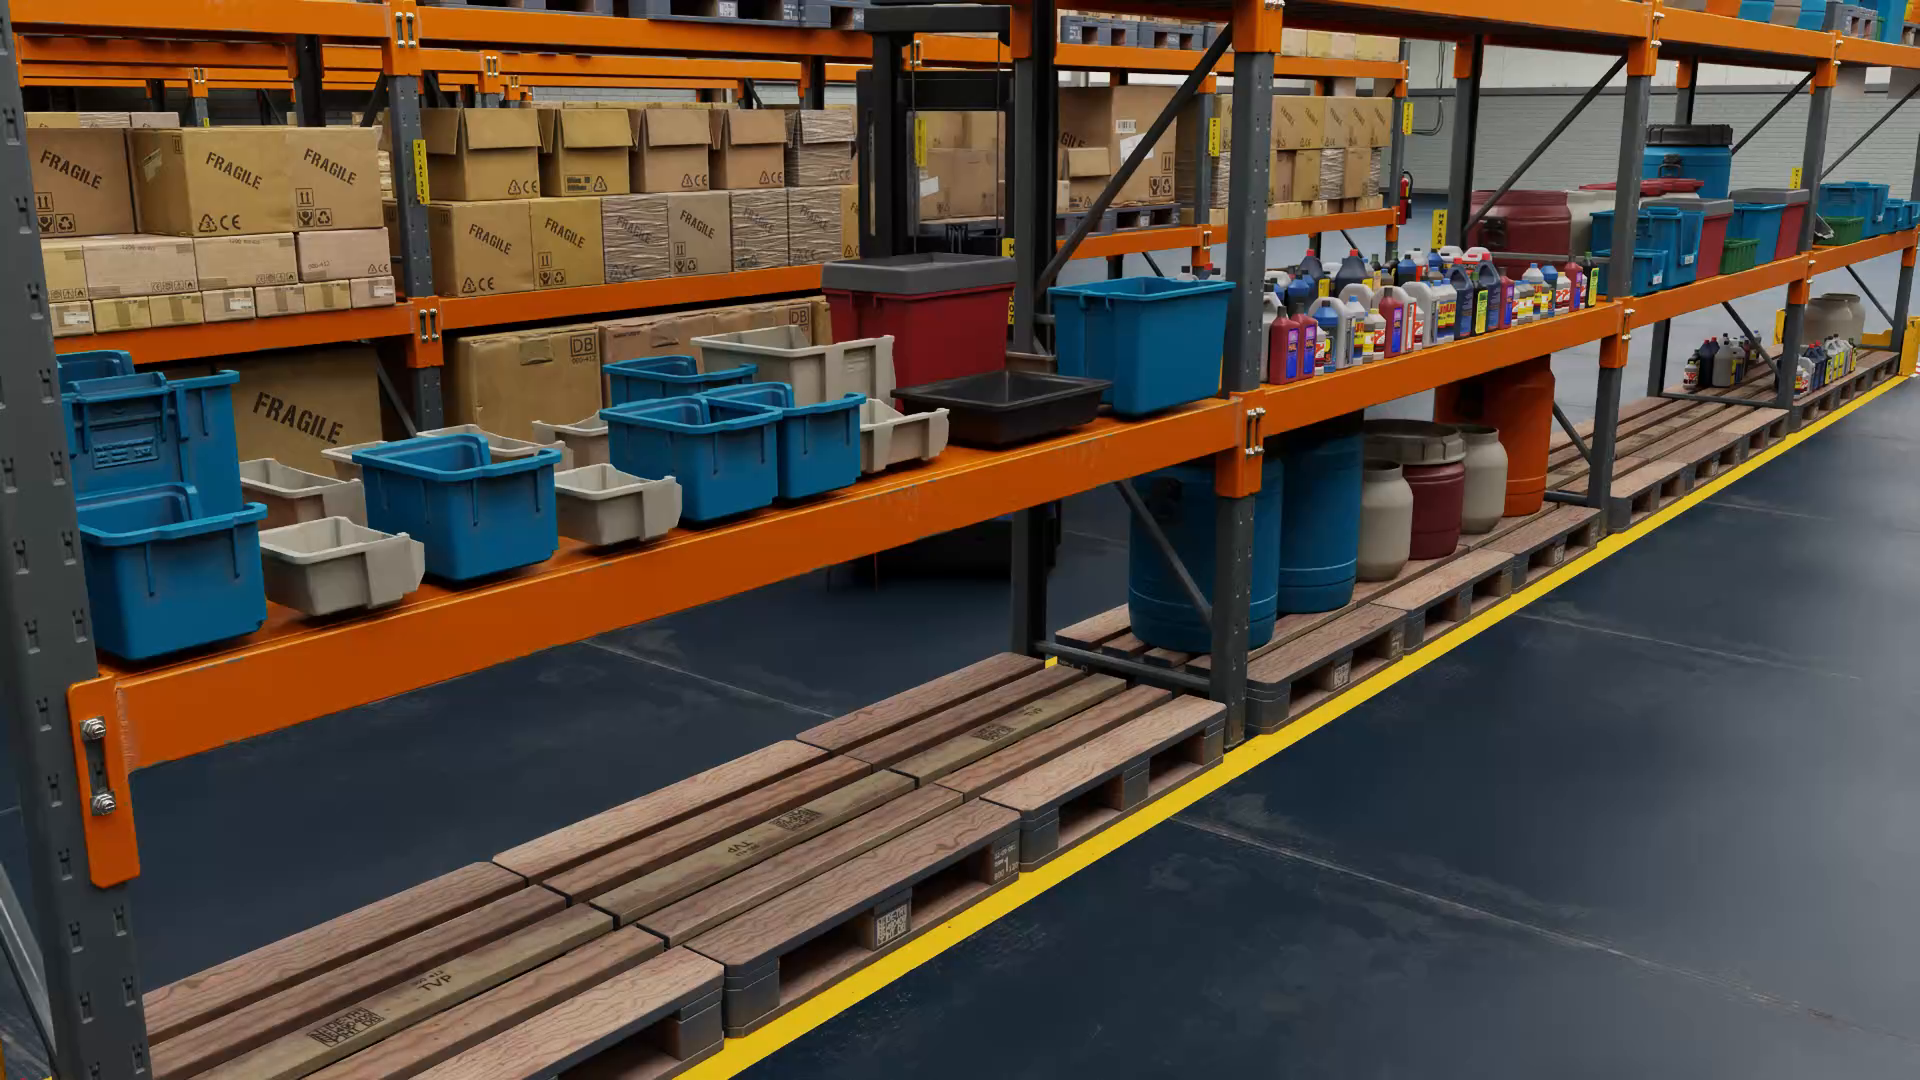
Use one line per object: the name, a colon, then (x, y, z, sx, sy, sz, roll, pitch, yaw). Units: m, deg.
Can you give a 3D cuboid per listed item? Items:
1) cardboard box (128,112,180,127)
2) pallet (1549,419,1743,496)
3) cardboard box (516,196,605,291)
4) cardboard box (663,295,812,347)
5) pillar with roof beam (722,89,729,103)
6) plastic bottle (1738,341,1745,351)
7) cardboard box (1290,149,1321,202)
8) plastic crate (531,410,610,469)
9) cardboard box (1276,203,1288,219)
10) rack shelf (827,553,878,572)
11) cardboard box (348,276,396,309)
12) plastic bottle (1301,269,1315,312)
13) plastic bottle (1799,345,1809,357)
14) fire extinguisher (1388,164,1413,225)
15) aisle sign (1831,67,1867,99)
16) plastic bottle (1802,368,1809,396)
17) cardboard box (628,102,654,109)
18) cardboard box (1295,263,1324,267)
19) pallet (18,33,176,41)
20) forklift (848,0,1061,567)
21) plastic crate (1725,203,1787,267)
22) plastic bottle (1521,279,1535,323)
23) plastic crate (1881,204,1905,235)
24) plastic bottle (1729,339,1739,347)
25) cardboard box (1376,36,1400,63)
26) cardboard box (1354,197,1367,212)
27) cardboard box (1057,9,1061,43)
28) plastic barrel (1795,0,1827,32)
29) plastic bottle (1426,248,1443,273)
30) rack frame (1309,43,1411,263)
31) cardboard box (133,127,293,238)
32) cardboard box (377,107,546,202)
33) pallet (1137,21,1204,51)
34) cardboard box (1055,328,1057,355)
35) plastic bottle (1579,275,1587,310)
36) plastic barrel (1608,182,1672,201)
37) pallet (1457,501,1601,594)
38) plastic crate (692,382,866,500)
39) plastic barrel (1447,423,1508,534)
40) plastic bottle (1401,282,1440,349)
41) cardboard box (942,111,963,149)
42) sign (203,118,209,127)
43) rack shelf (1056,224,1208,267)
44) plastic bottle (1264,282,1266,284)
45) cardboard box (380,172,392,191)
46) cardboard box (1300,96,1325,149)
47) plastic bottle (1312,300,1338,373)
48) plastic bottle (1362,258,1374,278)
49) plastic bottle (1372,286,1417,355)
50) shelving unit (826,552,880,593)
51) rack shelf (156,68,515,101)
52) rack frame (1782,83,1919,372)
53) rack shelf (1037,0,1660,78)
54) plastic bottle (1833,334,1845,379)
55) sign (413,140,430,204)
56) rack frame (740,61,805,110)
cardboard box: (-8.540, -4.228, 17.440, 0.500, 0.500, 0.500, 11, 18, 36)
pallet: (4.426, -0.558, 10.890, 1.003, 0.211, 1.213, 11, 18, 38)
cardboard box: (-2.426, -1.729, 9.634, 0.500, 0.500, 0.500, 11, 18, 38)
cardboard box: (-1.727, -1.176, 11.123, 1.225, 0.875, 0.875, 11, 18, 38)
pillar with roof beam: (-1.273, -9.531, 28.363, 9.100, 9.000, 0.400, 11, 18, 38)
plastic bottle: (6.256, -1.453, 13.373, 0.061, 0.283, 0.133, 11, 18, 38)
cardboard box: (3.058, -3.627, 16.501, 0.875, 0.500, 0.500, 11, 18, 38)
plastic crate: (-0.994, -0.258, 4.459, 0.298, 0.136, 0.250, 11, 18, 38)
cardboard box: (2.939, -3.183, 16.070, 0.380, 0.149, 0.250, 11, 18, 38)
rack shelf: (-0.528, 0.002, 8.152, 0.240, 0.259, 0.215, 0, 14, 0)
cardboard box: (-3.162, -1.304, 8.674, 0.380, 0.149, 0.250, 11, 18, 38)
plastic bottle: (1.584, -1.111, 7.665, 0.097, 0.271, 0.097, 0, 14, 0)
plastic bottle: (6.741, -1.420, 13.257, 0.152, 0.276, 0.135, 11, 18, 38)
fire extinguisher: (4.748, -3.746, 17.934, 0.296, 0.674, 0.183, 11, 18, 38)
aisle sign: (7.987, -4.386, 15.014, 0.394, 0.787, 0.004, 11, 18, 38)
plastic bottle: (6.325, -1.189, 12.503, 0.097, 0.201, 0.097, 0, 14, 0)
cardboard box: (-4.528, -5.629, 22.350, 0.700, 0.500, 0.500, 11, 18, 37)
cardboard box: (3.912, -2.708, 17.914, 0.500, 0.500, 0.500, -12, 18, -39)
pallet: (-6.548, -3.786, 12.224, 1.213, 0.211, 1.003, 11, 18, 38)
forklift: (-0.006, -1.589, 9.427, 1.130, 2.935, 3.031, 0, 14, 2)
plastic crate: (5.204, -2.033, 11.067, 0.392, 0.384, 0.575, 11, 18, 38)
plastic bottle: (2.681, -1.138, 7.914, 0.097, 0.201, 0.097, 0, 14, 0)
plastic crate: (7.675, -2.729, 14.074, 0.499, 0.251, 0.408, 11, 18, 38)
plastic bottle: (6.265, -1.491, 13.537, 0.152, 0.276, 0.135, 12, 18, 39)
cardboard box: (4.212, -5.082, 17.250, 0.500, 0.250, 0.500, 12, 18, 39)
cardboard box: (4.024, -3.521, 17.401, 0.380, 0.149, 0.250, 11, 18, 38)
cardboard box: (0.421, -3.931, 12.716, 0.500, 0.250, 0.500, 12, 18, 39)
plastic barrel: (5.505, -3.866, 11.139, 0.600, 0.901, 0.708, 11, 18, 38)
plastic bottle: (2.524, -1.421, 8.886, 0.097, 0.271, 0.097, 0, 14, 0)
rack frame: (4.317, -3.833, 18.119, 1.000, 3.000, 0.127, 11, 18, 38)
cardboard box: (-3.624, -1.745, 8.077, 0.500, 0.500, 0.500, 11, 18, 38)
cardboard box: (-2.830, -2.193, 9.423, 0.797, 0.503, 0.637, 11, 18, 36)
pallet: (1.332, -4.328, 14.357, 1.213, 0.211, 1.003, 11, 18, 38)
cardboard box: (0.384, -1.652, 13.716, 0.700, 0.500, 0.500, 13, 19, 42)
plastic bottle: (3.132, -1.275, 8.454, 0.097, 0.201, 0.097, 0, 14, 0)
plastic barrel: (4.423, -2.076, 10.929, 0.433, 0.535, 0.433, 0, 14, 0)
pallet: (2.678, -0.025, 8.794, 1.003, 0.211, 1.213, 11, 18, 38)
plastic crate: (-0.459, -0.256, 4.257, 0.416, 0.233, 0.300, 11, 18, 38)
plastic barrel: (2.562, -0.314, 8.466, 0.421, 0.512, 0.421, 0, 14, 0)
plastic bottle: (1.943, -0.960, 7.060, 0.152, 0.276, 0.135, 11, 18, 38)
cardboard box: (-0.472, -4.945, 19.999, 0.875, 0.550, 0.550, 11, 18, 38)
sign: (-7.985, -4.310, 17.646, 0.100, 0.325, 0.005, 11, 18, 38)
rack shelf: (0.546, -2.335, 13.684, 1.077, 0.370, 4.000, 11, 18, 38)
plastic bottle: (1.255, -1.026, 7.322, 0.152, 0.276, 0.135, 11, 18, 38)
cardboard box: (-4.949, -2.999, 13.888, 0.380, 0.149, 0.250, 11, 18, 38)
cardboard box: (3.217, -4.080, 16.254, 0.500, 0.500, 0.500, 11, 18, 38)
plastic bottle: (1.393, -0.779, 6.360, 0.097, 0.271, 0.097, 0, 14, 0)
plastic bottle: (2.004, -1.263, 8.263, 0.097, 0.271, 0.097, 0, 14, 0)
plastic bottle: (1.797, -0.915, 6.885, 0.152, 0.276, 0.135, 11, 18, 38)
shelving unit: (-0.528, -0.277, 8.081, 0.252, 1.050, 0.215, 0, 14, 0)
rack shelf: (-7.162, -5.323, 19.352, 1.077, 0.370, 4.000, 11, 18, 38)
rack frame: (8.170, -3.066, 15.102, 1.000, 3.000, 0.127, 11, 18, 38)
rack shelf: (1.885, -2.257, 7.282, 1.077, 0.370, 4.000, 11, 18, 38)
plastic bottle: (6.988, -1.473, 13.317, 0.144, 0.351, 0.185, 12, 19, 40)
sign: (-2.792, -1.907, 8.619, 0.100, 0.325, 0.005, 11, 18, 38)
rack frame: (-1.991, -3.854, 18.201, 1.000, 3.000, 0.127, 11, 18, 38)
